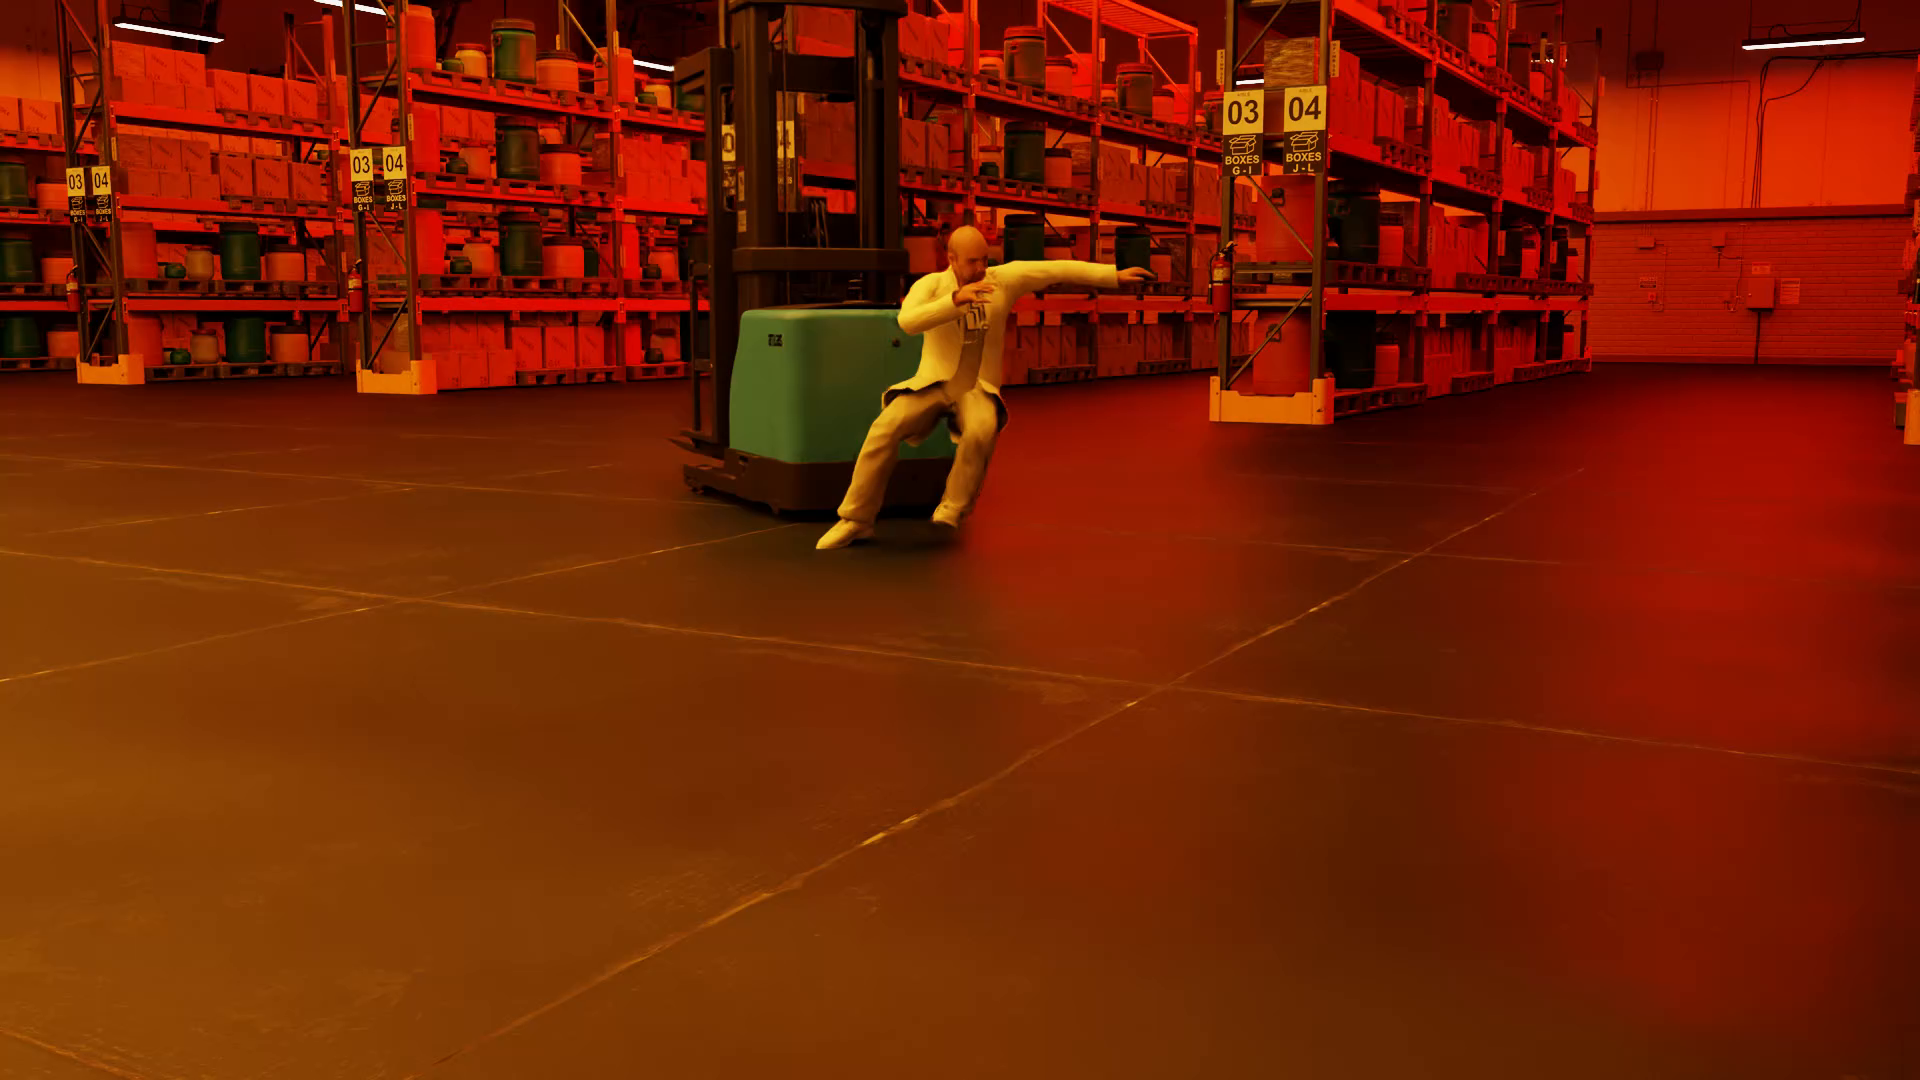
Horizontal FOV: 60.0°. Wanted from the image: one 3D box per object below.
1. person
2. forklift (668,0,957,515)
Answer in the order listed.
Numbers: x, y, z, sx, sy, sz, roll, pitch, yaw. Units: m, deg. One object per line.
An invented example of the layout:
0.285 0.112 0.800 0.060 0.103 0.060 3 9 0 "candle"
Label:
0.127 -0.716 7.749 1.644 1.469 0.774 -1 8 -11 "person"
-1.006 -1.741 9.708 1.130 2.935 3.031 -4 9 -24 "forklift"
